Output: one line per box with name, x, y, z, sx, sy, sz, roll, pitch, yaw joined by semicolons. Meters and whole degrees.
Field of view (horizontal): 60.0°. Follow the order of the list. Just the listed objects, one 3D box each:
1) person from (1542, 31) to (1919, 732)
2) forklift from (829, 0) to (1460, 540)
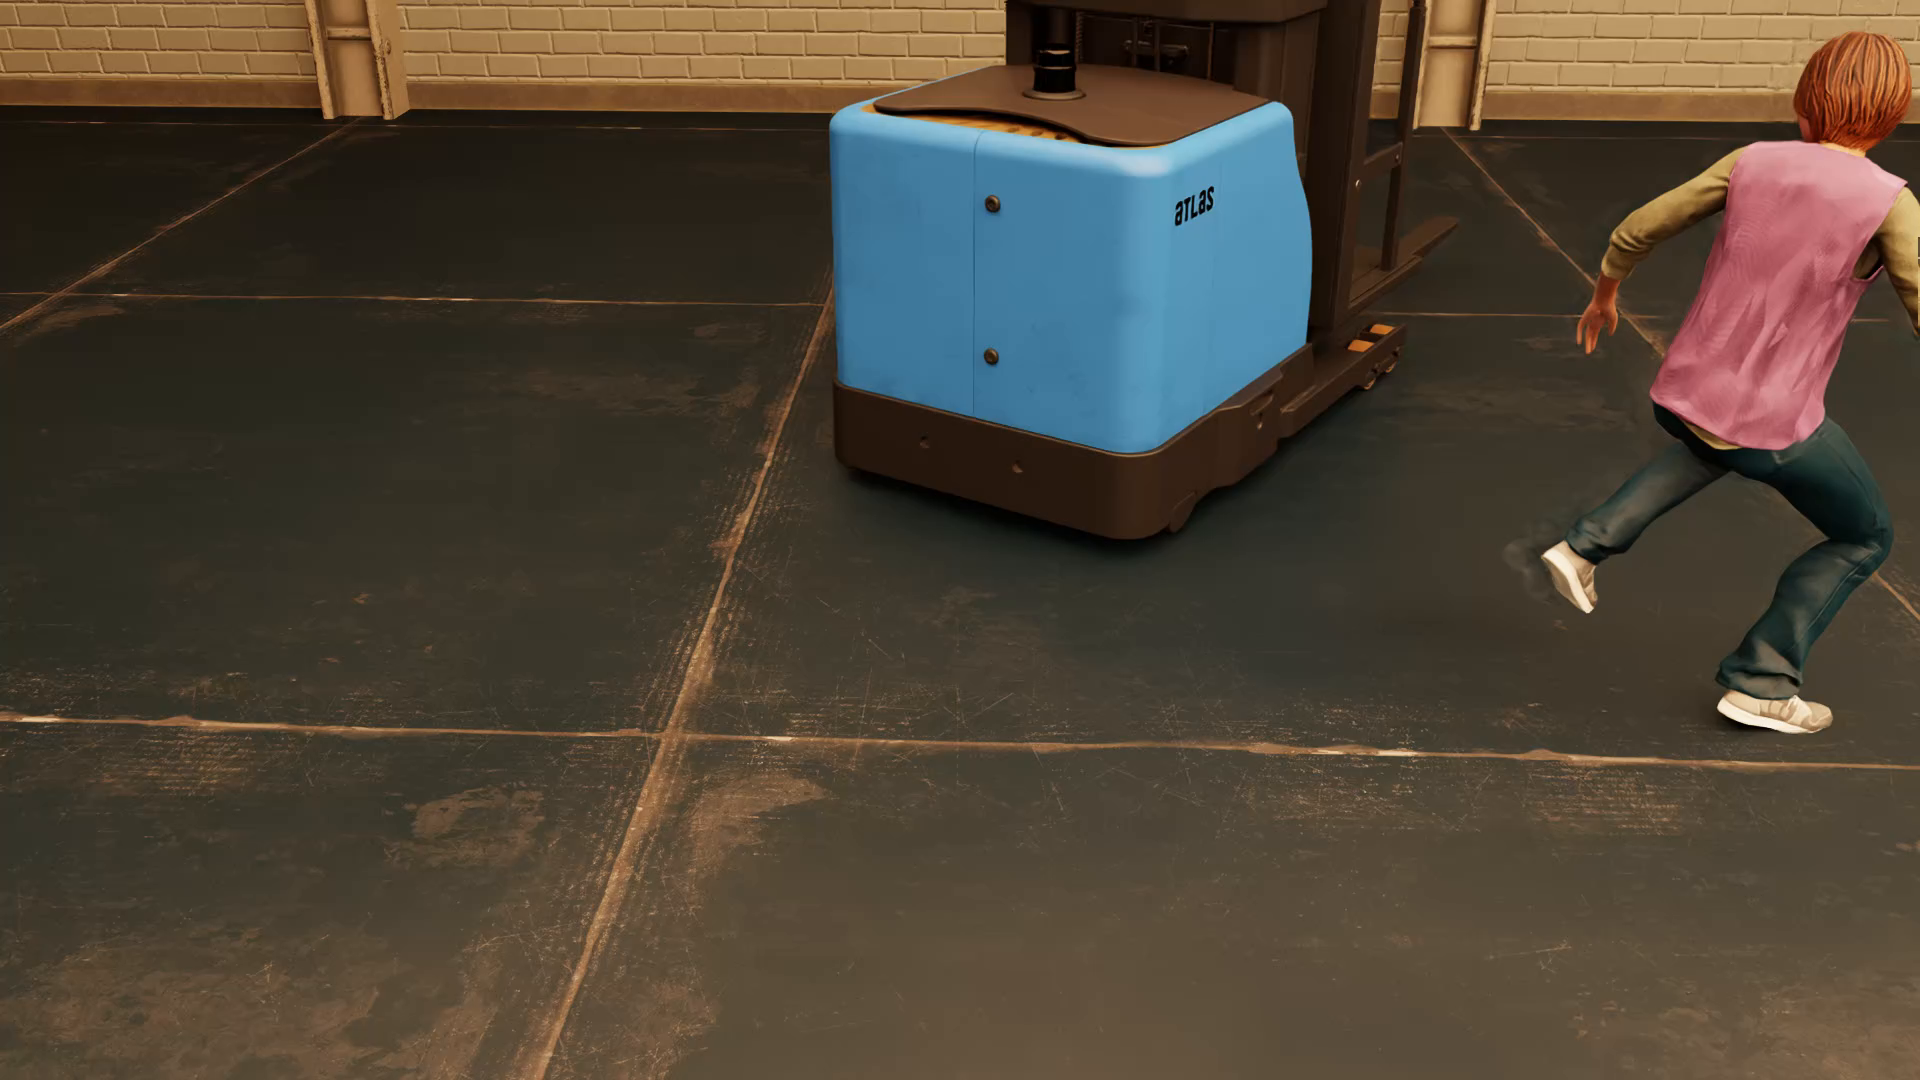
person;1.710;-0.308;3.519;0.456;1.487;0.845;-14;29;-25
forklift;0.868;-1.917;5.096;1.130;2.935;3.031;16;31;30
